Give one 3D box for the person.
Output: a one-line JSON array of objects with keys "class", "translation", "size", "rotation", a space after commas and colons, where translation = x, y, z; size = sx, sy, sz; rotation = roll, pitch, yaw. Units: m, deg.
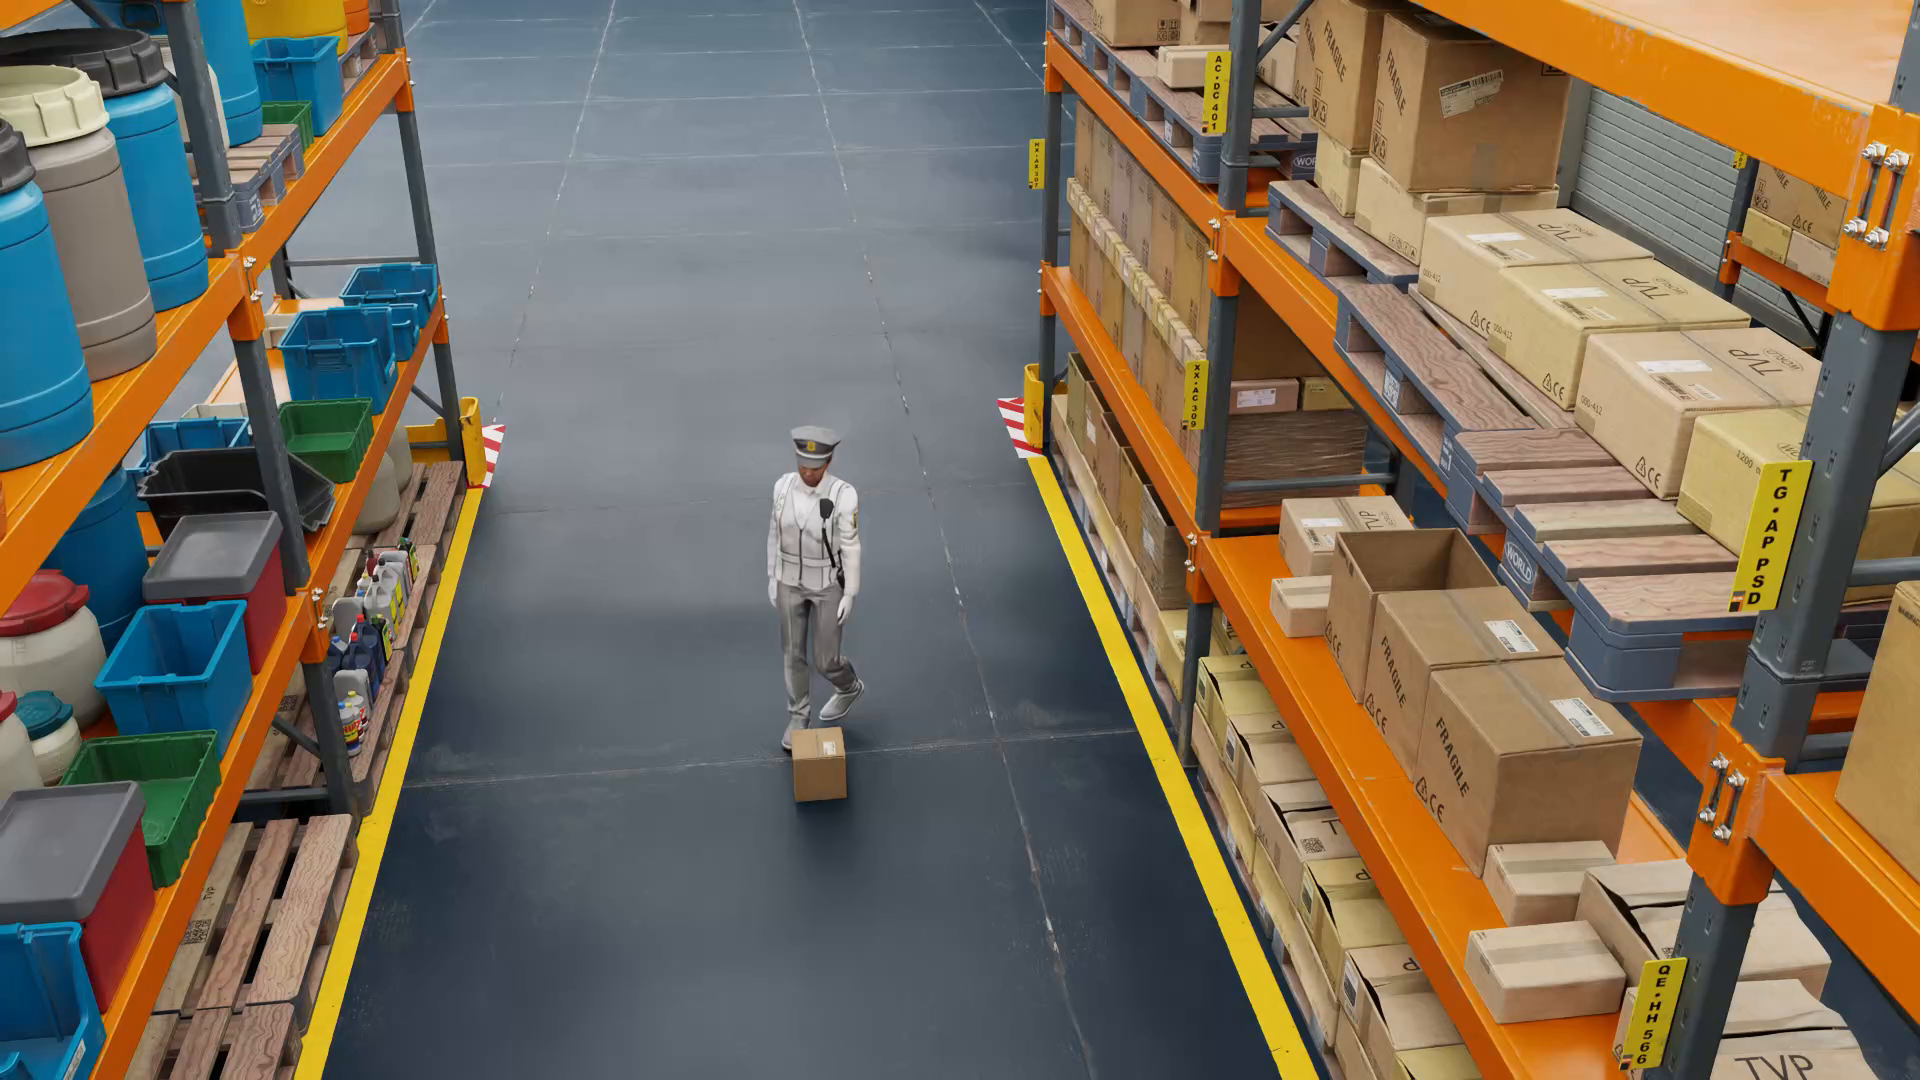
[{"class": "person", "translation": [-0.730, 0.230, 8.147], "size": [0.503, 1.655, 0.504], "rotation": [8, 28, 16]}]
